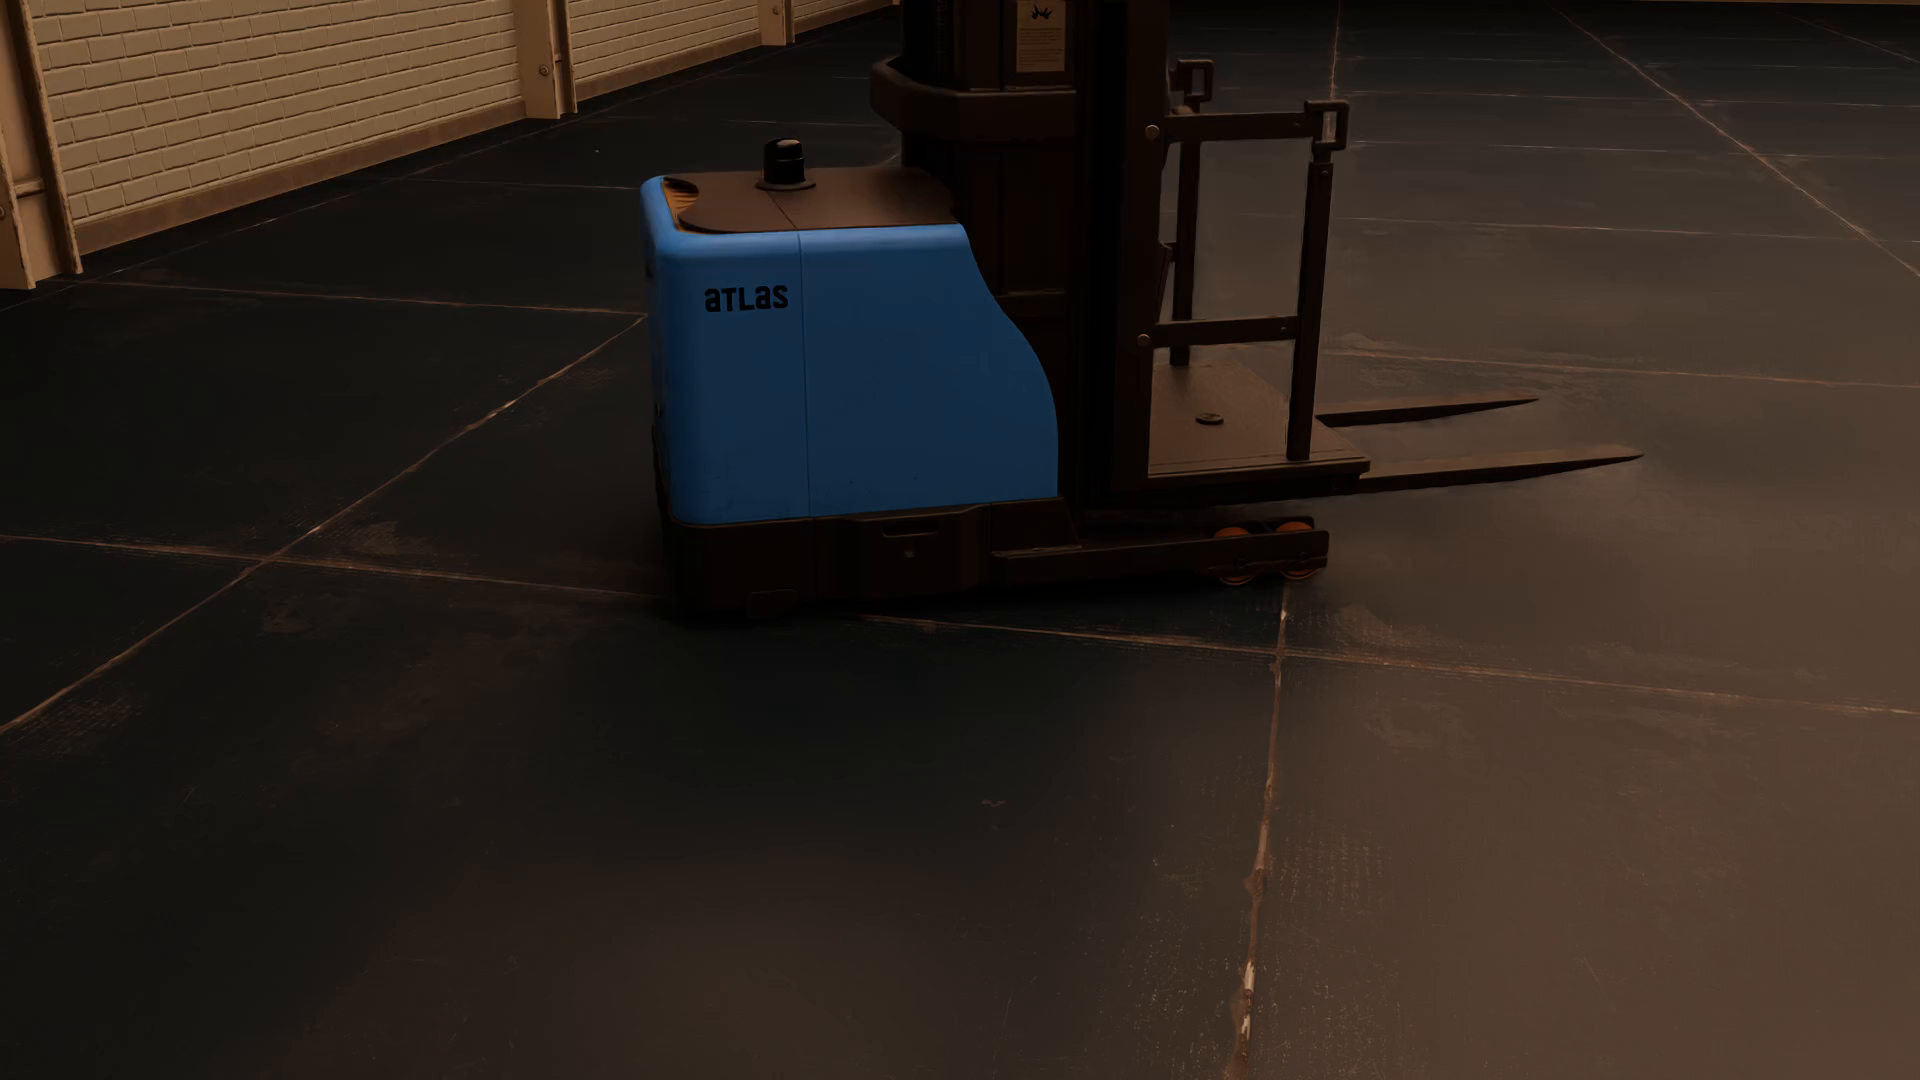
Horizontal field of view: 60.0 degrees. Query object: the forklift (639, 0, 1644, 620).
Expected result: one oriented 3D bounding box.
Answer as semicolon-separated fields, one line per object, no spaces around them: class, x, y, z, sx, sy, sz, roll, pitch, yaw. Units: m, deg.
forklift;0.598;-1.415;4.736;3.031;2.935;1.130;-5;23;-12
